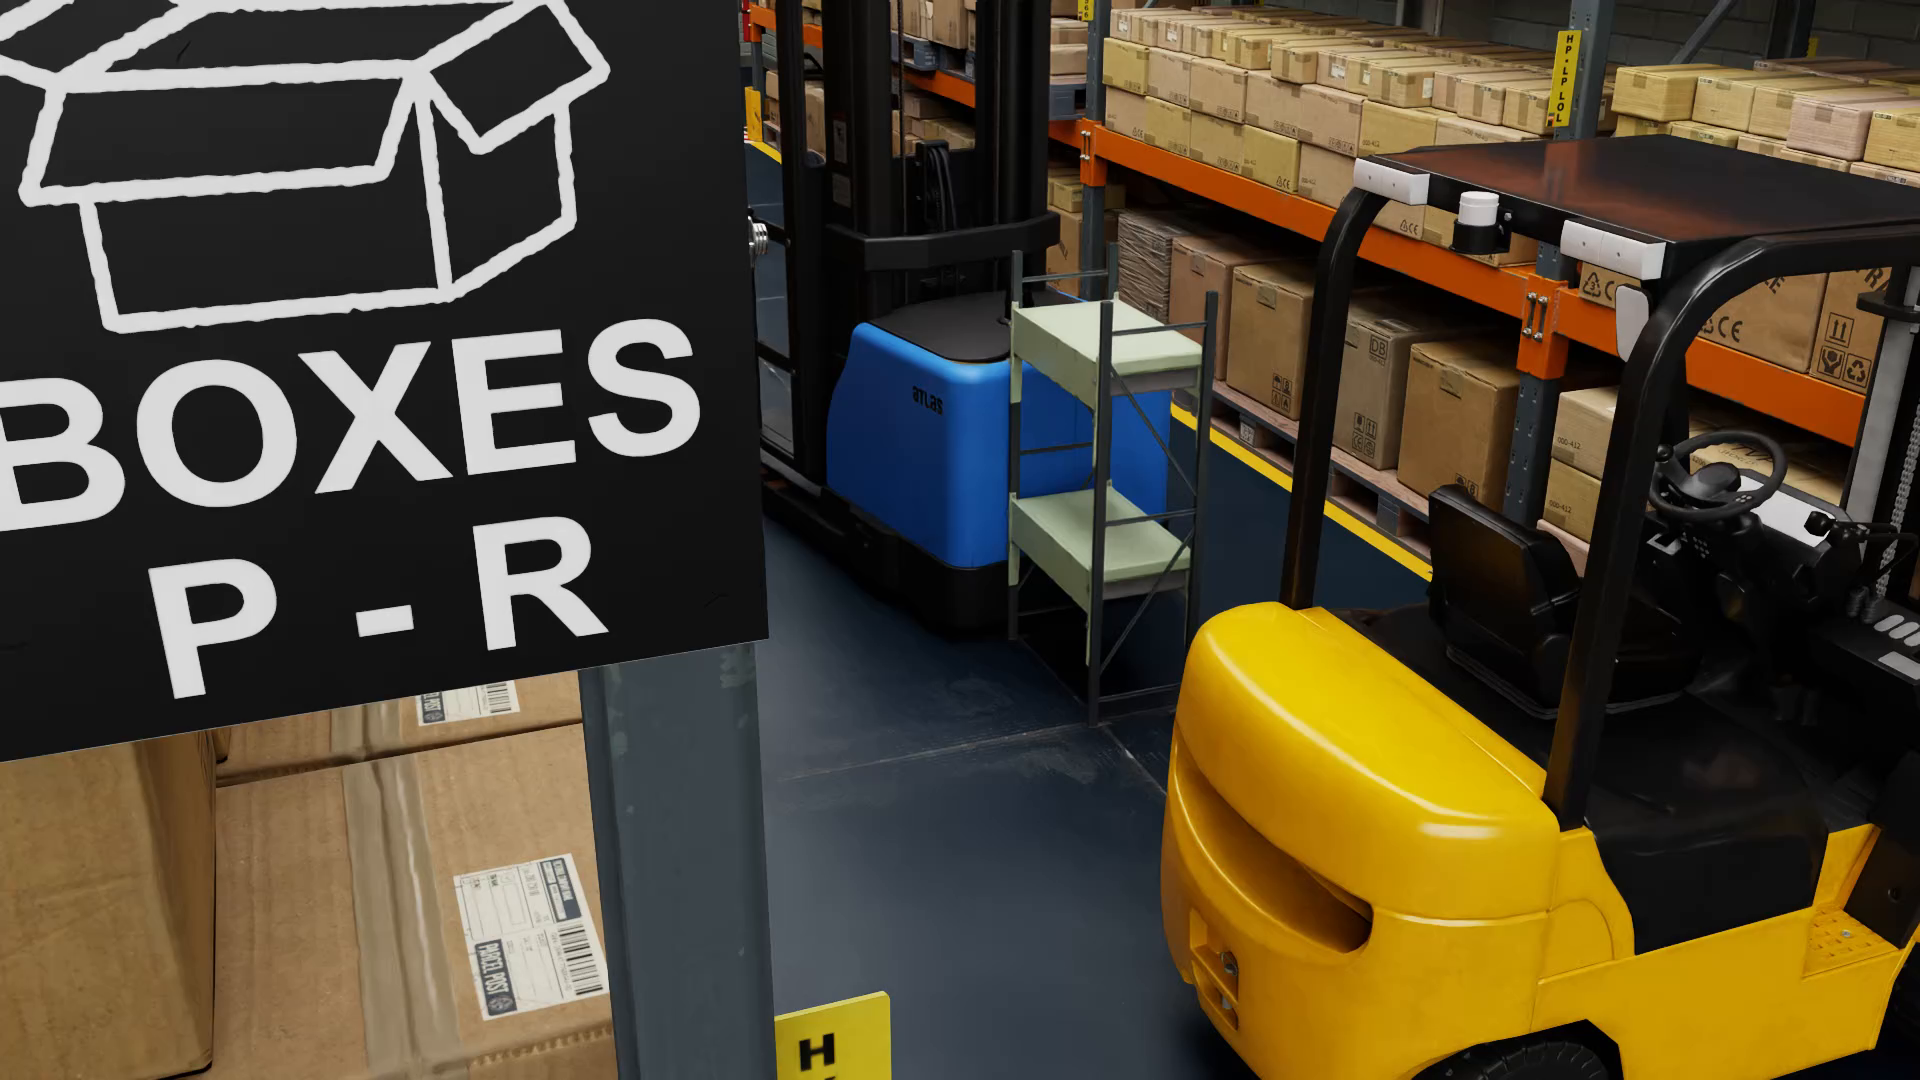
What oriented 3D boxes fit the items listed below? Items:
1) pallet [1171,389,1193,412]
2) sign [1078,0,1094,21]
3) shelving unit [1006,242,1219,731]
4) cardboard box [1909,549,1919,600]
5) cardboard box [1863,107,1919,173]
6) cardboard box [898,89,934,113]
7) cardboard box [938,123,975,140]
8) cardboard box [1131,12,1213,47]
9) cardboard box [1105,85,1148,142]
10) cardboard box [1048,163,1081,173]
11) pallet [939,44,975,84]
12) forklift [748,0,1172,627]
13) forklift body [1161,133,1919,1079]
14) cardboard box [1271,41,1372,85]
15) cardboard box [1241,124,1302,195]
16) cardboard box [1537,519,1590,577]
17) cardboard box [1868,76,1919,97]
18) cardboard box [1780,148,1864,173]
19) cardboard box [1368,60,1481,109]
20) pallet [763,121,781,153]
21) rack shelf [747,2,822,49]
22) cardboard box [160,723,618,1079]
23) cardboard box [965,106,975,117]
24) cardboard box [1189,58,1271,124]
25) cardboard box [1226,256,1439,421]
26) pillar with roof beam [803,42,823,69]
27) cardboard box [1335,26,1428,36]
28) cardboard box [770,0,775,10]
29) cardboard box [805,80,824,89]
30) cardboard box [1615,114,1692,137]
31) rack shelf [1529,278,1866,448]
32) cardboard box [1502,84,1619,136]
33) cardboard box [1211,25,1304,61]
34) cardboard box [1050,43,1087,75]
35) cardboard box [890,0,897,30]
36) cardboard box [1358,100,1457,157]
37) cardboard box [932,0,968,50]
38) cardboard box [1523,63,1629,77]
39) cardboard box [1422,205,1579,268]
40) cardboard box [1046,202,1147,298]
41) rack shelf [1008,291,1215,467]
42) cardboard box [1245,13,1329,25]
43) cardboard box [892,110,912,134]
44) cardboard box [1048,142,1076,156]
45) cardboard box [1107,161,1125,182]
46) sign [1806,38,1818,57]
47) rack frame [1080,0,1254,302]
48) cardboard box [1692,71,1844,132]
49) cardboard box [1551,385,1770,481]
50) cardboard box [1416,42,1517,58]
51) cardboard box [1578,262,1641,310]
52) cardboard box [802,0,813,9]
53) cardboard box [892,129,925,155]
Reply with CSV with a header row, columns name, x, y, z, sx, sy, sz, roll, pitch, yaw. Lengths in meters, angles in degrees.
name,x,y,z,sx,sy,sz,roll,pitch,yaw
pallet,1.468,-1.063,9.501,1.003,0.211,1.213,-8,24,-19
sign,0.709,-3.072,9.287,0.100,0.325,0.005,-8,24,-19
shelving unit,0.497,-0.202,5.798,0.431,1.500,0.755,-8,24,-19
cardboard box,3.040,0.191,4.648,0.500,0.250,0.500,-9,24,-20
cardboard box,2.849,-1.152,4.775,0.380,0.149,0.250,-9,24,-20
cardboard box,-0.265,-3.425,12.974,0.380,0.149,0.250,-9,24,-20
cardboard box,0.059,-3.000,12.349,0.380,0.149,0.250,-9,24,-20
cardboard box,1.146,-2.745,8.936,0.380,0.149,0.250,-8,24,-18
cardboard box,1.142,-2.389,9.249,0.500,0.250,0.500,-8,24,-19
cardboard box,0.625,-2.335,10.769,0.380,0.149,0.250,-9,25,-21
pallet,0.522,-3.270,11.394,1.003,0.211,1.213,-8,24,-19
forklift,-0.365,-1.545,7.141,1.130,2.935,3.031,-14,26,-29
forklift body,1.663,0.207,3.991,2.313,2.155,1.214,-8,24,-19
cardboard box,1.653,-2.184,7.605,0.380,0.149,0.250,-9,24,-20
cardboard box,1.685,-1.830,7.924,0.500,0.250,0.500,-8,24,-17
cardboard box,2.488,0.096,6.161,0.500,0.250,0.500,-8,24,-18
cardboard box,3.178,-1.416,5.399,0.380,0.149,0.250,-9,24,-19
cardboard box,2.722,-1.108,5.052,0.380,0.149,0.250,-8,24,-18
cardboard box,1.936,-1.903,6.938,0.380,0.149,0.250,-9,25,-21
pallet,-1.303,-3.957,16.367,1.003,0.211,1.213,-8,24,-19
rack shelf,-0.906,-4.501,14.994,1.077,0.370,4.000,-8,24,-19
cardboard box,-0.511,0.543,1.587,0.500,0.500,0.500,-9,24,-20
cardboard box,0.200,-3.352,13.184,0.380,0.149,0.250,-9,25,-21
cardboard box,1.485,-2.244,8.262,0.500,0.250,0.500,-9,24,-20
cardboard box,1.897,-1.042,8.378,0.875,0.625,0.625,-9,25,-21
pillar with roof beam,-5.749,-8.837,16.629,9.100,9.000,0.400,-8,24,-19
cardboard box,2.087,-2.460,8.262,0.380,0.149,0.250,-9,24,-20
cardboard box,-1.620,-5.200,16.050,0.380,0.149,0.250,-8,24,-18
cardboard box,-1.220,-4.050,15.674,0.700,0.500,0.500,-7,24,-17
cardboard box,2.493,-1.392,5.727,0.380,0.149,0.250,-9,24,-20
rack shelf,3.333,-0.141,4.649,1.077,0.370,4.000,-8,24,-19
cardboard box,2.298,-1.638,6.310,0.380,0.149,0.250,-7,24,-17
cardboard box,1.482,-2.474,8.294,0.380,0.149,0.250,-8,24,-18
cardboard box,0.622,-2.916,10.090,0.380,0.149,0.250,-8,24,-18
cardboard box,-0.238,-4.139,12.539,0.700,0.500,0.500,-8,24,-18
cardboard box,2.025,-1.690,6.946,0.500,0.250,0.500,-9,24,-20
cardboard box,0.222,-3.666,11.416,0.700,0.500,0.500,-8,24,-19
cardboard box,2.570,-1.897,6.925,0.380,0.149,0.250,-8,24,-19
cardboard box,2.204,-1.277,6.612,0.500,0.250,0.500,-8,24,-18
cardboard box,0.863,-1.818,10.380,0.500,0.500,0.500,-8,24,-17
rack shelf,0.497,-0.562,5.647,0.431,0.370,0.720,-8,24,-19
cardboard box,1.749,-2.725,8.889,0.380,0.149,0.250,-8,24,-19
cardboard box,-0.322,-3.280,13.012,0.380,0.149,0.250,-7,24,-16
cardboard box,0.814,-2.688,11.608,0.380,0.149,0.250,-8,24,-19
cardboard box,1.089,-2.405,10.937,0.380,0.149,0.250,-8,24,-18
sign,3.145,-1.711,6.232,0.100,0.325,0.005,-8,24,-19
rack frame,1.213,-2.653,9.681,1.000,3.000,0.127,-8,24,-19
cardboard box,2.655,-1.444,5.468,0.380,0.149,0.250,-8,24,-18
cardboard box,2.504,-0.368,5.972,0.500,0.250,0.500,-9,24,-20
cardboard box,2.302,-2.172,7.577,0.380,0.149,0.250,-9,24,-19
cardboard box,2.539,-1.048,5.746,0.500,0.500,0.500,-9,24,-20
cardboard box,-1.143,-4.876,14.766,0.500,0.250,0.500,-9,24,-20
cardboard box,-0.239,-2.941,13.043,0.500,0.500,0.500,-7,24,-17
